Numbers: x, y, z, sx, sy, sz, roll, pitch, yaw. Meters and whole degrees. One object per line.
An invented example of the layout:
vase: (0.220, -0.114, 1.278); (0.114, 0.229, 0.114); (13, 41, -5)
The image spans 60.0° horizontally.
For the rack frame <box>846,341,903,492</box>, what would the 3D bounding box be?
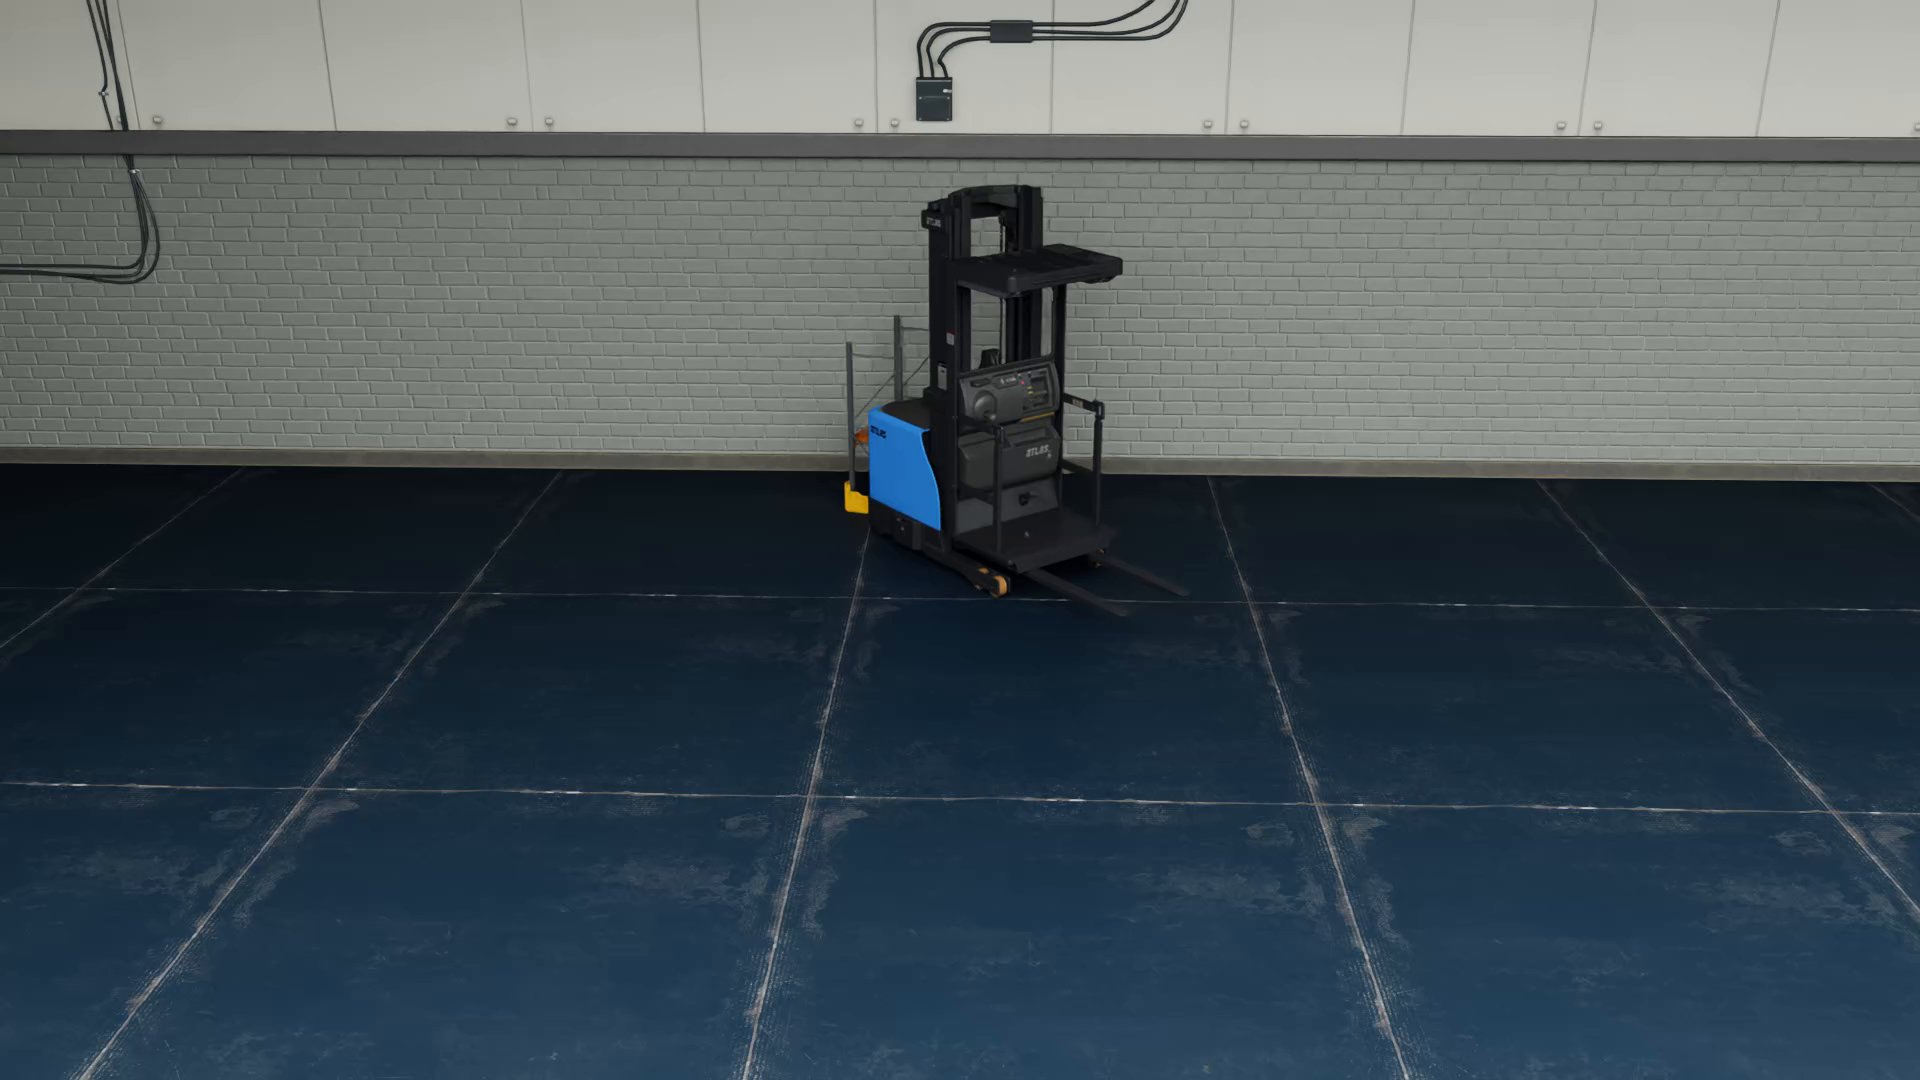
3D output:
rack frame: (-0.720, -0.934, 14.155); (0.500, 1.500, 0.032); (8, 23, 20)

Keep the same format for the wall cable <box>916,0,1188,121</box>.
wall cable: (0.780, -6.383, 13.132); (2.305, 6.003, 0.169); (1, 21, 2)

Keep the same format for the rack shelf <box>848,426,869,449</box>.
rack shelf: (-0.537, -0.937, 14.662); (0.538, 0.185, 1.000); (8, 23, 20)

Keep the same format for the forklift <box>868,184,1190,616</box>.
forklift: (0.516, -1.130, 12.683); (1.130, 2.935, 3.031); (-15, 26, -34)

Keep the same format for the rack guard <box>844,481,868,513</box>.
rack guard: (-0.720, -0.351, 14.382); (0.587, 0.250, 0.087); (8, 23, 20)

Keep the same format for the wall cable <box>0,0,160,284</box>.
wall cable: (-8.708, -3.460, 14.592); (3.097, 2.526, 0.112); (1, 21, 2)

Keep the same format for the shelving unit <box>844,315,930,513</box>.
shelving unit: (-0.540, -1.102, 14.589); (0.587, 1.500, 1.083); (8, 23, 20)

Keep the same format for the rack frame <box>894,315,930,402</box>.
rack frame: (-0.353, -1.276, 15.039); (0.500, 1.500, 0.032); (8, 23, 20)
